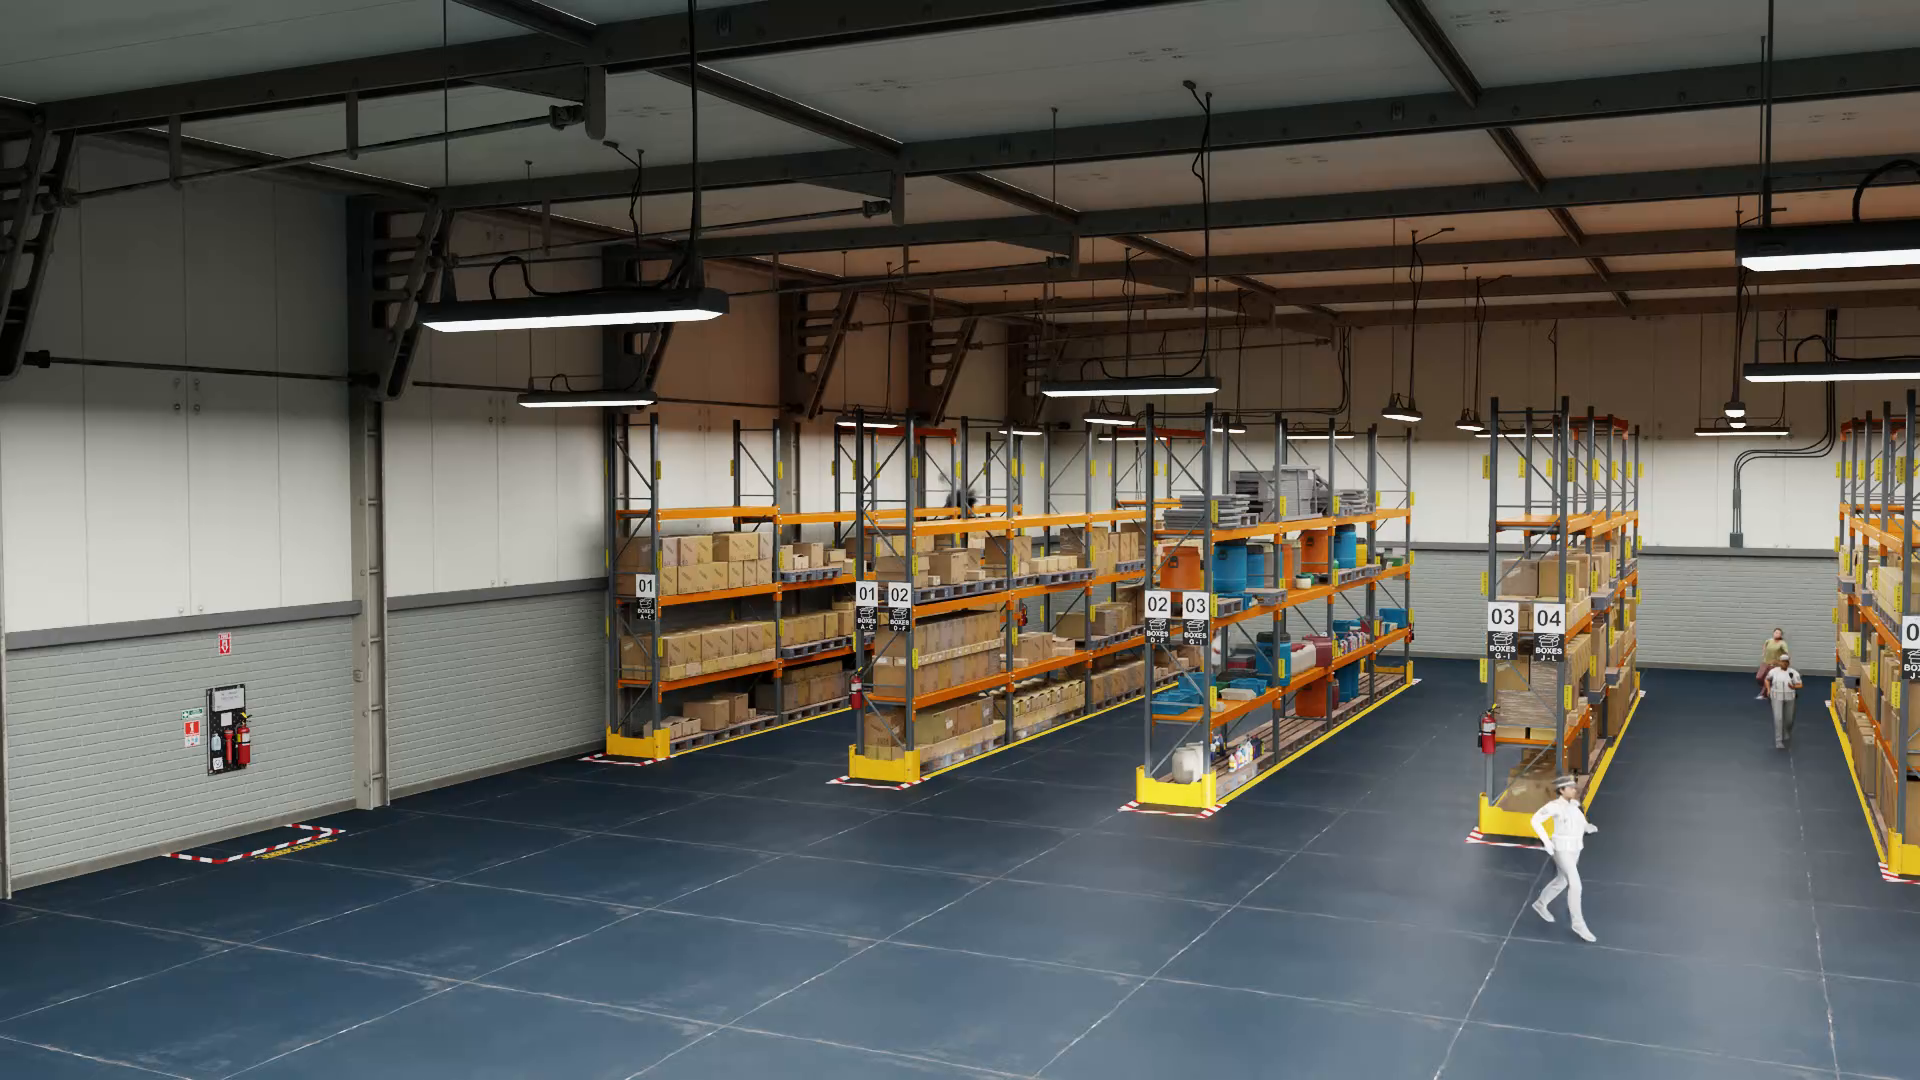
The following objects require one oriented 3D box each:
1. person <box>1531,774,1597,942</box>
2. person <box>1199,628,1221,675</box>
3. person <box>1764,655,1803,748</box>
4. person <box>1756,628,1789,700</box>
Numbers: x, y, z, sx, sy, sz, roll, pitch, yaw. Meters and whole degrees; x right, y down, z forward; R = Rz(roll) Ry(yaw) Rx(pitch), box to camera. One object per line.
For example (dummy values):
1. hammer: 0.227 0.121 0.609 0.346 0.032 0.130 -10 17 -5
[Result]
1. person: 6.545 3.386 17.959 0.596 1.723 0.826 -2 3 -37
2. person: 5.339 2.609 35.121 0.645 1.779 0.953 1 2 16
3. person: 14.879 2.892 30.057 0.596 1.648 0.921 1 3 22
4. person: 17.616 2.692 36.038 0.677 1.589 0.550 2 3 44
